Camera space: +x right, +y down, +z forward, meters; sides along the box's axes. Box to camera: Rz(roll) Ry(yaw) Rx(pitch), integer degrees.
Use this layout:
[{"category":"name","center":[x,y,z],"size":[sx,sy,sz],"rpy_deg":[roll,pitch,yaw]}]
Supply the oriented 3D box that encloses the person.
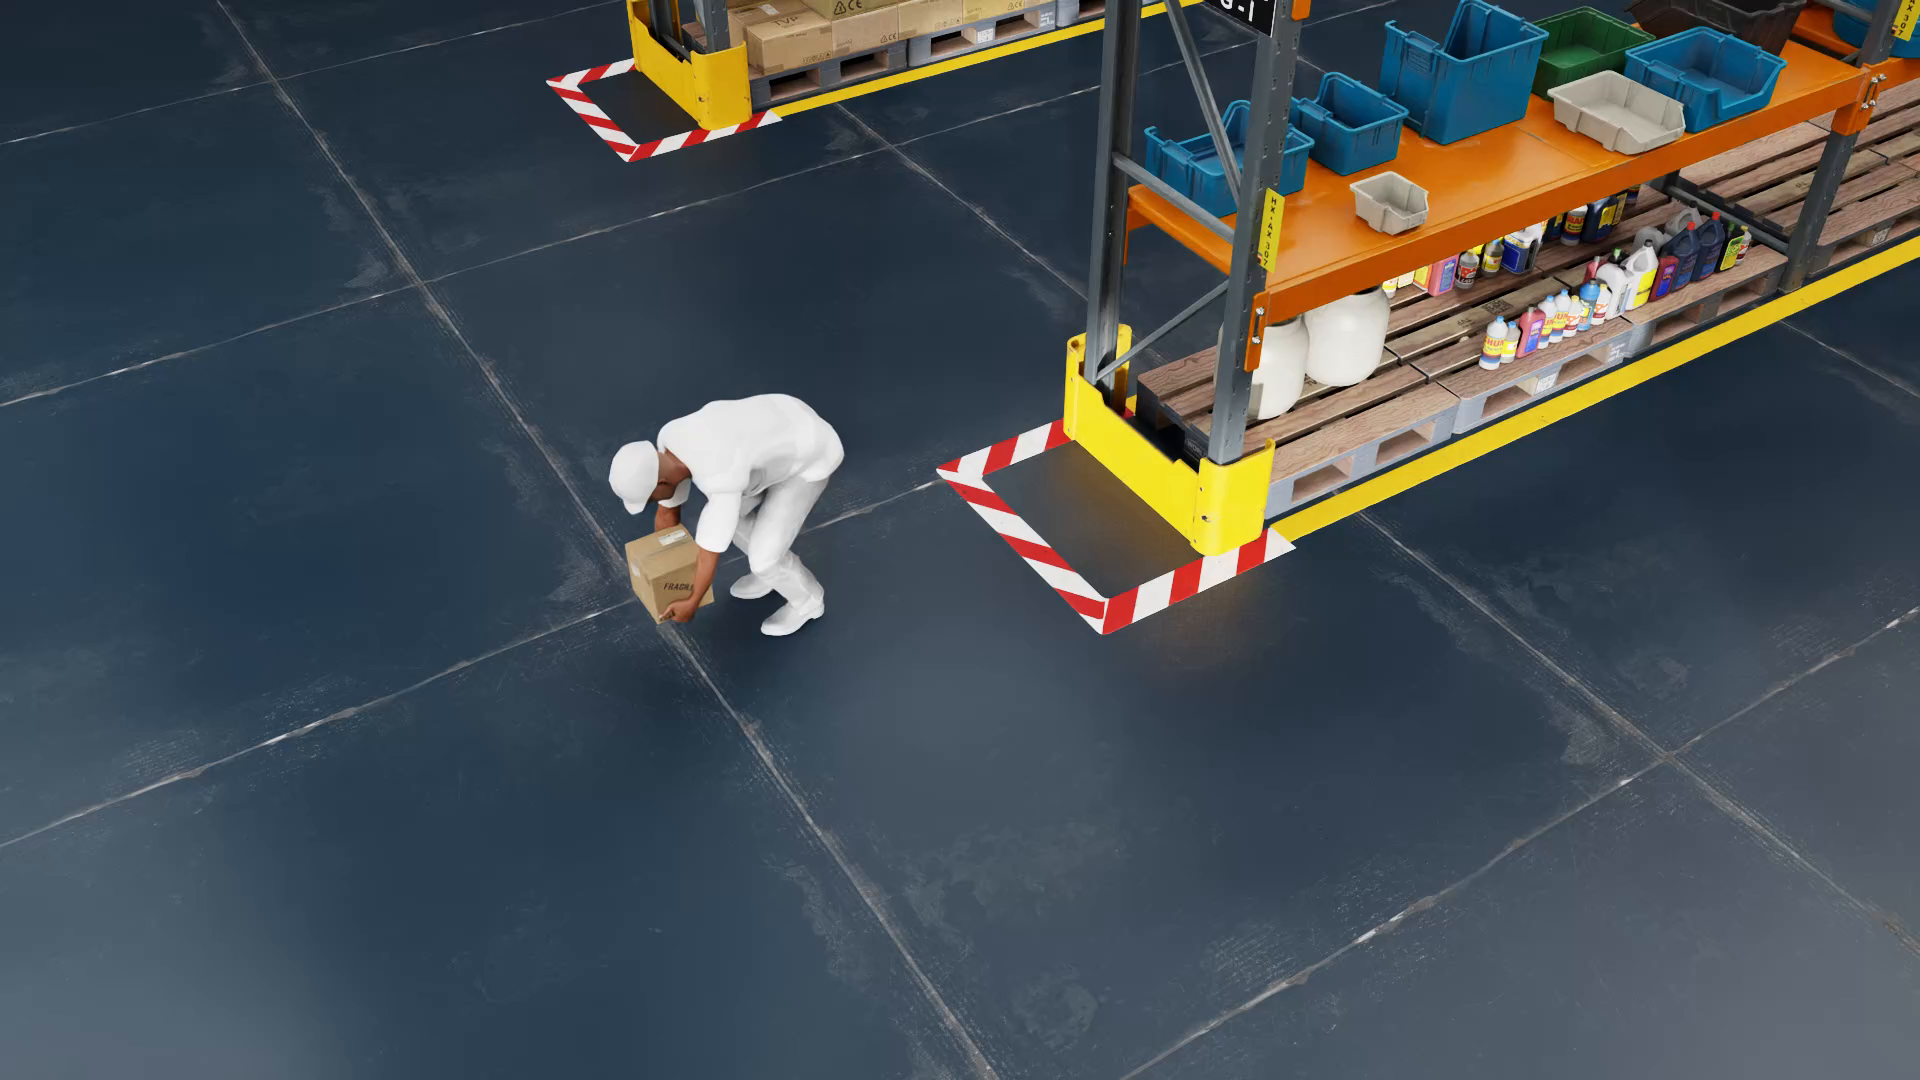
[{"category":"person","center":[-0.921,-0.072,6.733],"size":[0.965,1.101,0.514],"rpy_deg":[-25,46,-26]}]
